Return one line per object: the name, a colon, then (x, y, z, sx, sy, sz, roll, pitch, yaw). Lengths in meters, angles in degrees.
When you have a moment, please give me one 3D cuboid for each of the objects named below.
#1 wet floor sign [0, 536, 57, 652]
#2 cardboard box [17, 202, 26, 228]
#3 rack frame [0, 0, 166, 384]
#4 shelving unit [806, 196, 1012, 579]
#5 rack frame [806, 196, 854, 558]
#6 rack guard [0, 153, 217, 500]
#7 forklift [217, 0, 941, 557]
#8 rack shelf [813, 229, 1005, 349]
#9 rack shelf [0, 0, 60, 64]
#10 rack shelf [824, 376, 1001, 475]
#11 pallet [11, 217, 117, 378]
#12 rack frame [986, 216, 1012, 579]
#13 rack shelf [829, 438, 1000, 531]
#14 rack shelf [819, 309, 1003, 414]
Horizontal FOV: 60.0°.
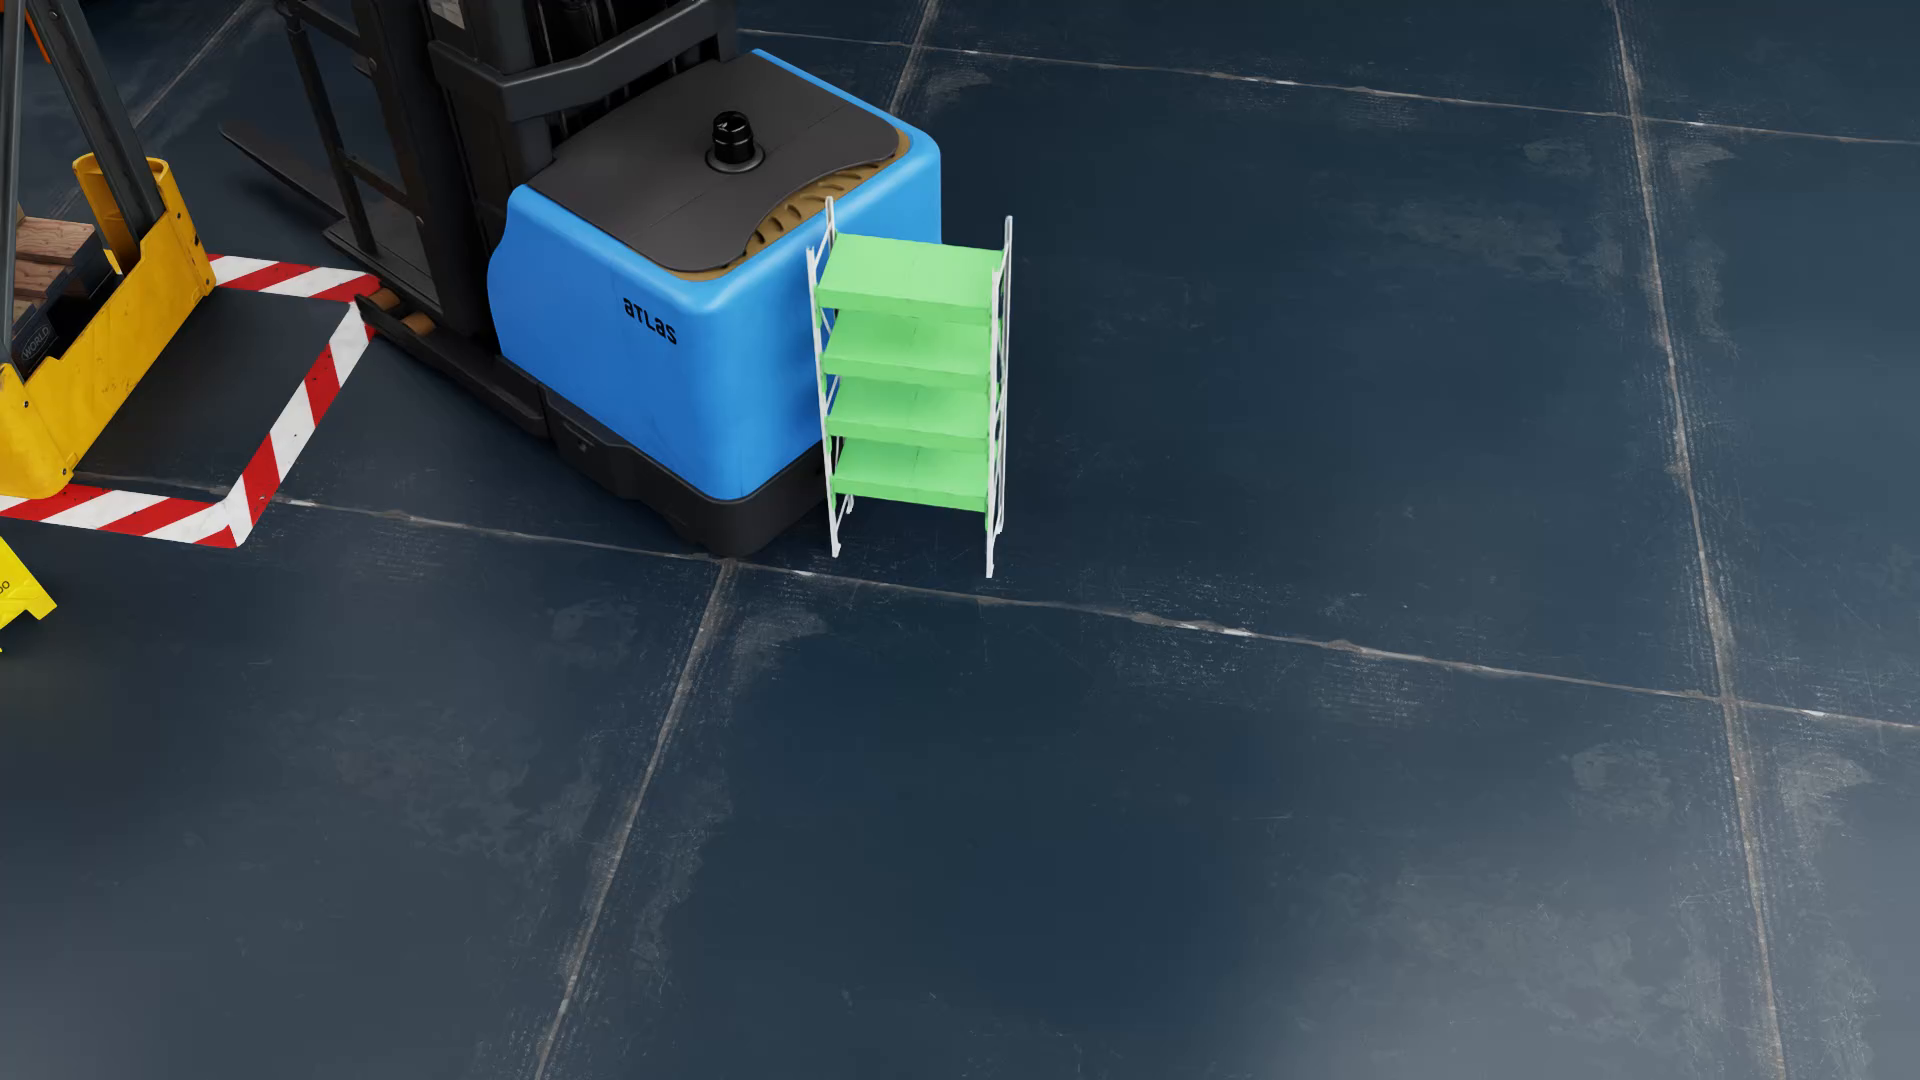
wet floor sign: (-2.918, 0.029, 4.790, 0.232, 0.644, 0.267, 23, 52, 20)
cardboard box: (-3.659, -1.097, 5.785, 0.500, 0.250, 0.500, 7, 48, 7)
rack frame: (-2.915, -1.566, 4.641, 0.127, 3.000, 1.000, 8, 49, 7)
shelving unit: (-0.130, -0.402, 4.805, 0.503, 1.200, 0.258, 8, 49, 7)
rack frame: (-0.370, -0.435, 4.834, 0.015, 1.200, 0.240, 8, 49, 7)
rack guard: (-2.989, -0.741, 5.580, 0.348, 0.500, 1.175, 8, 49, 7)
forklift: (-1.487, -1.876, 4.965, 3.031, 2.935, 1.130, 33, 56, 26)
rack shelf: (-0.130, -0.681, 4.496, 0.480, 0.148, 0.258, 8, 49, 7)
rack shelf: (-4.883, -1.590, 5.146, 4.000, 0.370, 1.077, 8, 49, 7)
rack shelf: (-0.130, -0.360, 4.853, 0.480, 0.148, 0.258, 8, 49, 7)
pallet: (-3.783, -0.778, 5.807, 1.213, 0.211, 1.003, 8, 49, 7)
rack frame: (0.110, -0.370, 4.776, 0.015, 1.200, 0.240, 8, 49, 7)
rack shelf: (-0.130, -0.199, 5.031, 0.480, 0.148, 0.258, 8, 49, 7)
rack shelf: (-0.130, -0.520, 4.674, 0.480, 0.148, 0.258, 8, 49, 7)
